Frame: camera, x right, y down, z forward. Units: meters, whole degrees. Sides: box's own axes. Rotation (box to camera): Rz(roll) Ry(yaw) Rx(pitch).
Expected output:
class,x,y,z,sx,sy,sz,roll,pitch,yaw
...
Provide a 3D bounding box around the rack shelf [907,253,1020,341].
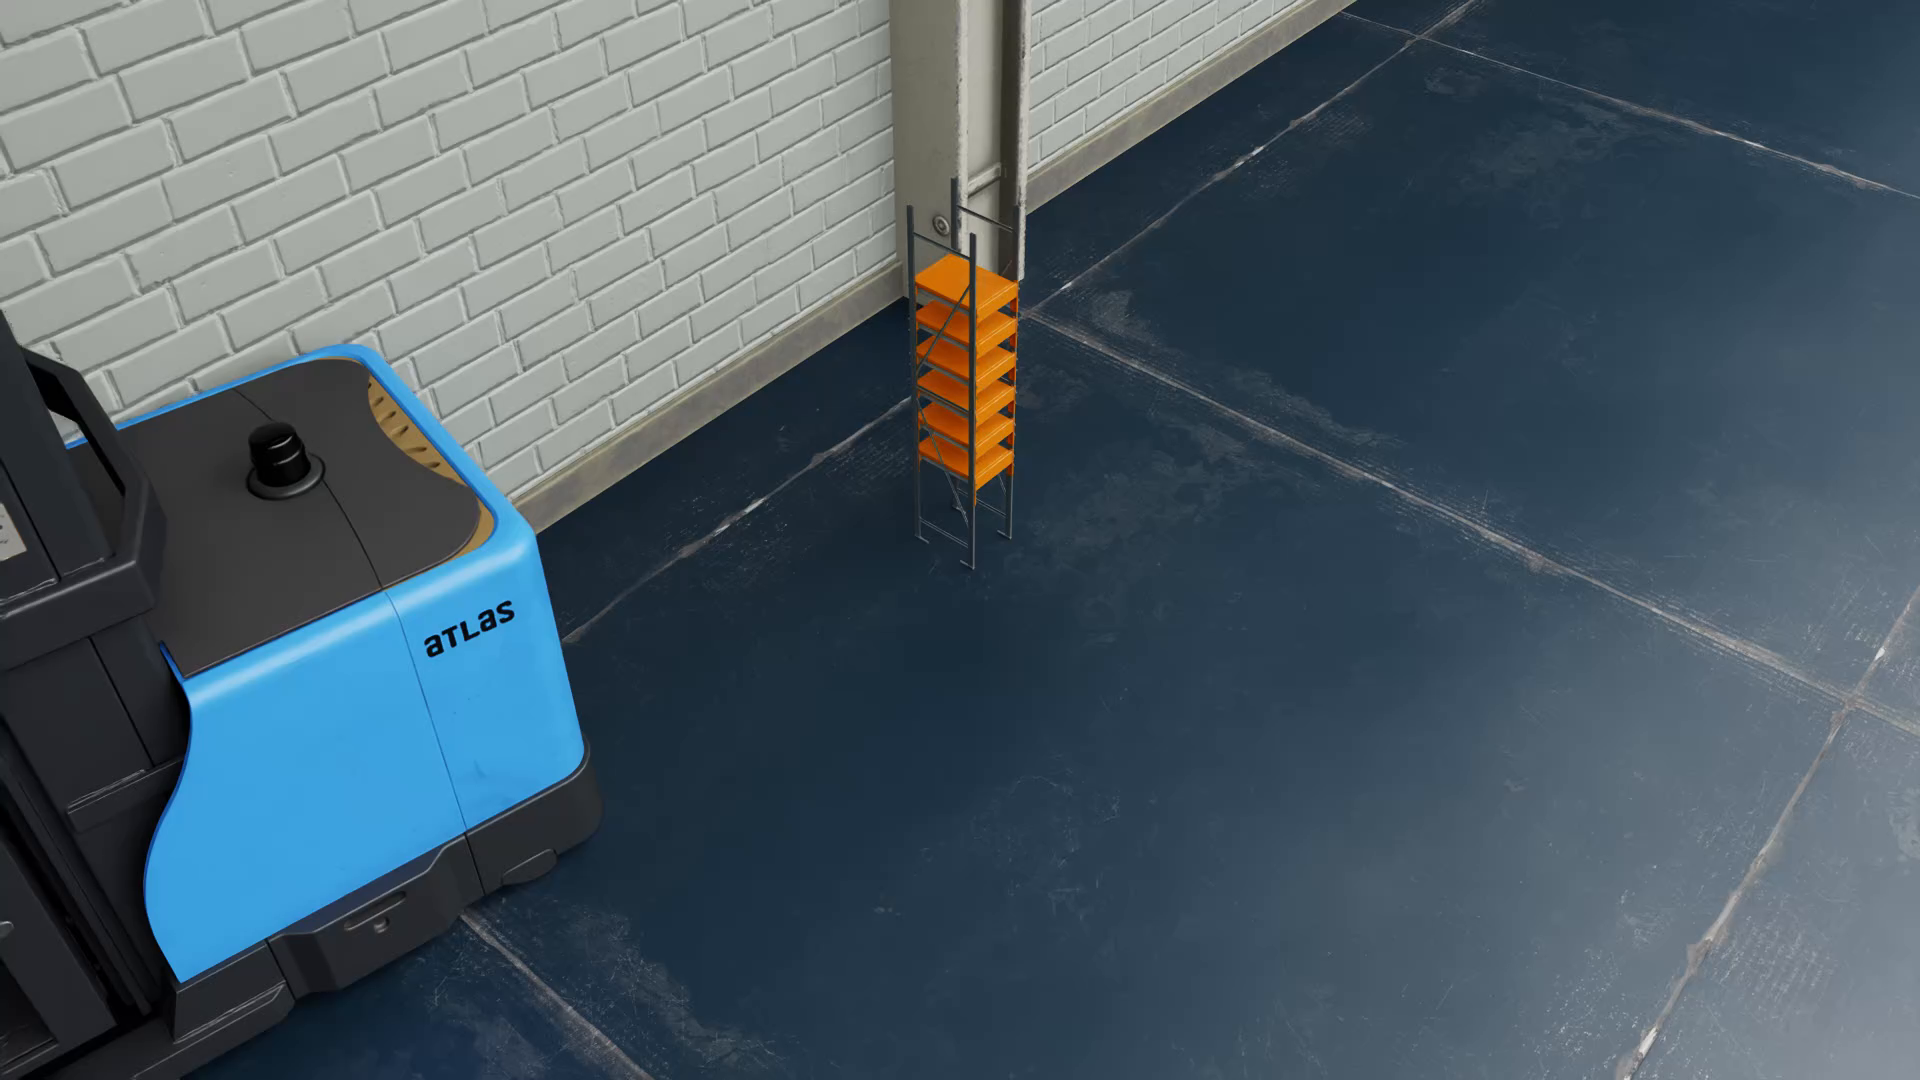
class,x,y,z,sx,sy,sz,roll,pitch,yaw
rack shelf,0.009,-0.685,4.642,0.258,0.103,0.180,29,50,28

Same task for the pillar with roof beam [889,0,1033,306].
class,x,y,z,sx,sy,sz,roll,pitch,yaw
pillar with roof beam,3.299,-2.438,1.242,9.100,9.000,0.400,29,50,28

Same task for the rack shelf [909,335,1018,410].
class,x,y,z,sx,sy,sz,roll,pitch,yaw
rack shelf,0.009,-0.507,4.804,0.258,0.103,0.180,29,50,28

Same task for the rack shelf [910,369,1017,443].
class,x,y,z,sx,sy,sz,roll,pitch,yaw
rack shelf,0.009,-0.419,4.884,0.258,0.103,0.180,29,50,28

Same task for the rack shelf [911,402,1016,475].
class,x,y,z,sx,sy,sz,roll,pitch,yaw
rack shelf,0.009,-0.330,4.965,0.258,0.103,0.180,29,50,28

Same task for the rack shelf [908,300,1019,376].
class,x,y,z,sx,sy,sz,roll,pitch,yaw
rack shelf,0.009,-0.596,4.723,0.258,0.103,0.180,29,50,28

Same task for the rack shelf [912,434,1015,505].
class,x,y,z,sx,sy,sz,roll,pitch,yaw
rack shelf,0.009,-0.241,5.046,0.258,0.103,0.180,29,50,28

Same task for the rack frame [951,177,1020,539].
class,x,y,z,sx,sy,sz,roll,pitch,yaw
rack frame,0.068,-0.498,4.906,0.240,1.200,0.006,29,50,28

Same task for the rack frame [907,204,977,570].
class,x,y,z,sx,sy,sz,roll,pitch,yaw
rack frame,-0.050,-0.404,4.803,0.240,1.200,0.006,29,50,28

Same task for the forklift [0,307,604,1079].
class,x,y,z,sx,sy,sz,roll,pitch,yaw
forklift,-2.407,0.050,3.017,3.031,2.935,1.130,-28,49,-27

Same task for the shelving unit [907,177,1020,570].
class,x,y,z,sx,sy,sz,roll,pitch,yaw
shelving unit,0.009,-0.451,4.855,0.258,1.200,0.189,29,50,28
